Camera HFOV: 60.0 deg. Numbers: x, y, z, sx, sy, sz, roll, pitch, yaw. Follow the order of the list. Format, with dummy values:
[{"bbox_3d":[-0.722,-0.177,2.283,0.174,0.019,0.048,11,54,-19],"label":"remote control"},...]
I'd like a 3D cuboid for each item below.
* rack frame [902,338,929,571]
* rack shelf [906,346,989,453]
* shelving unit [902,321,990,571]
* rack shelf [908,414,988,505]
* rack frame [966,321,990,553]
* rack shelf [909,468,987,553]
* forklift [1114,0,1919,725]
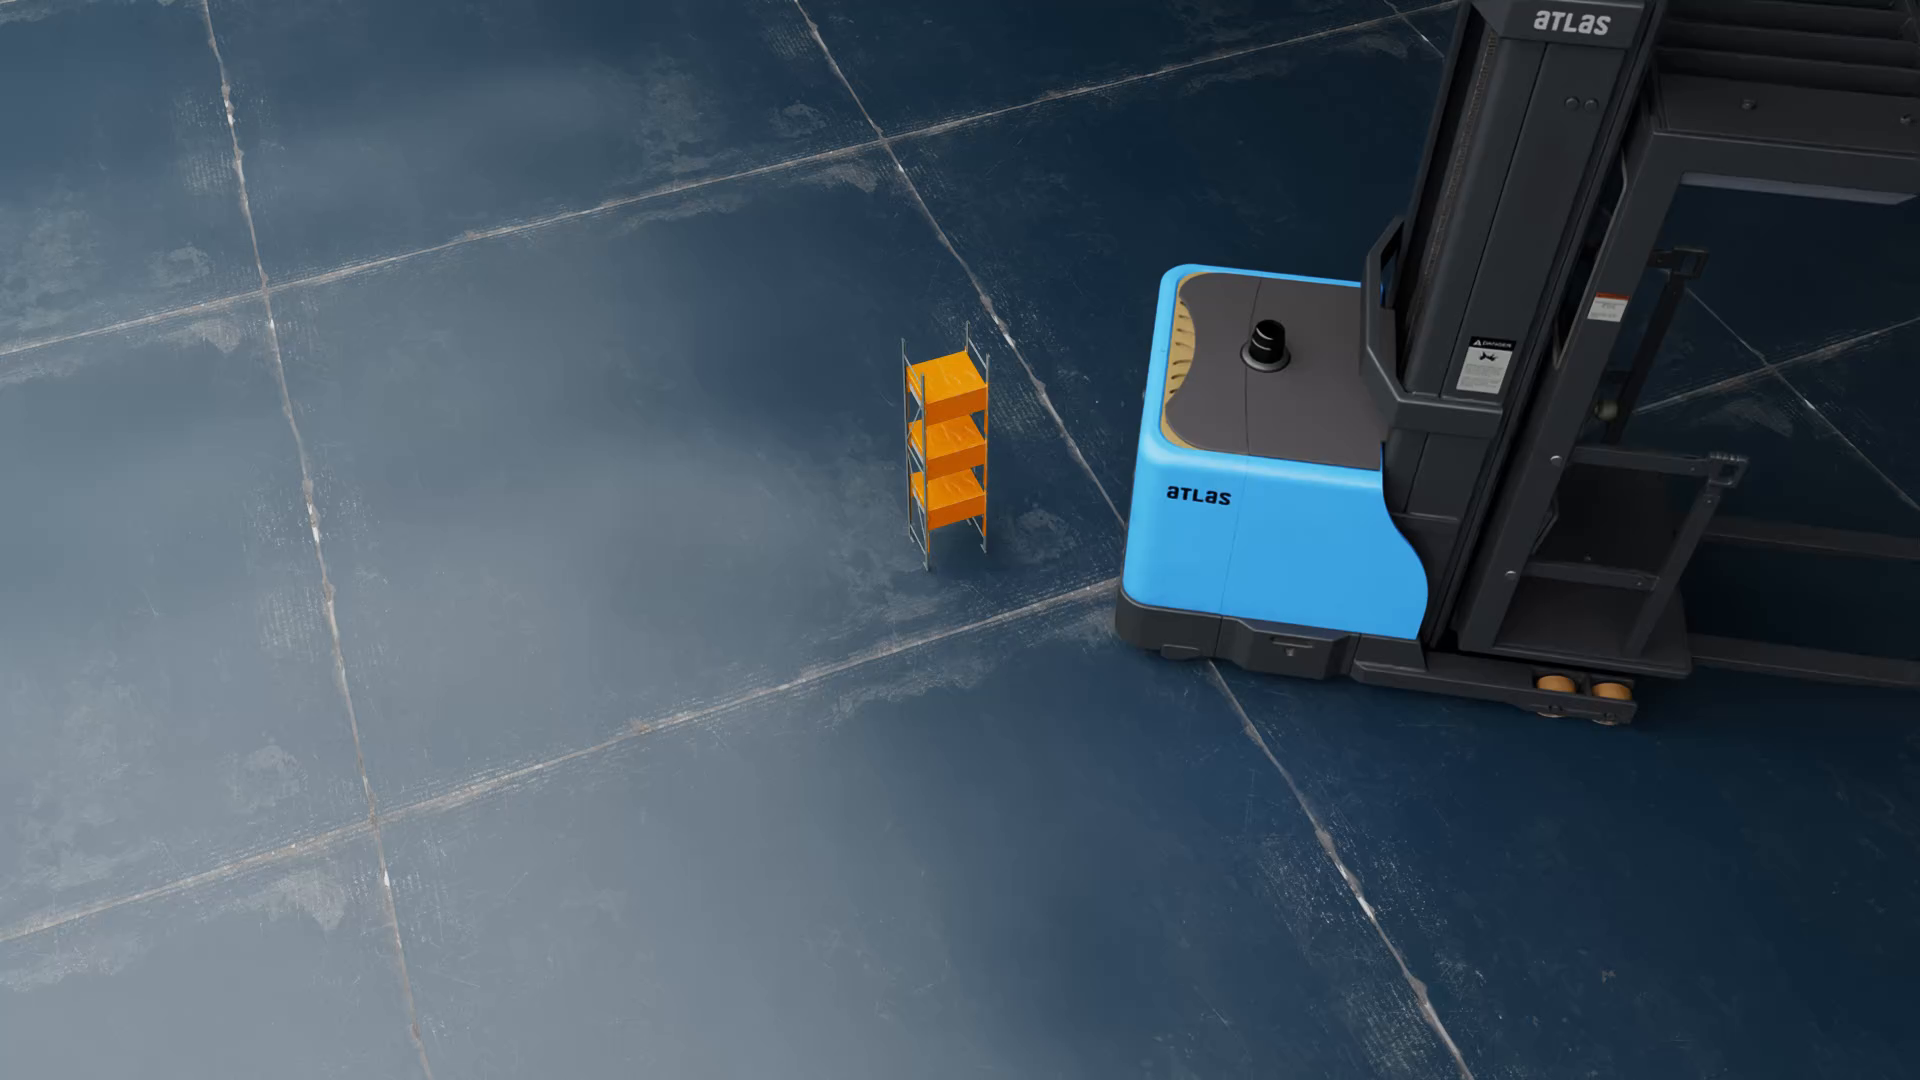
[{"bbox_3d":[-0.162,-0.292,6.149,0.008,1.050,0.200,-17,52,-14],"label":"rack frame"},{"bbox_3d":[-0.050,-0.505,5.972,0.240,0.259,0.215,-17,52,-14],"label":"rack shelf"},{"bbox_3d":[-0.050,-0.327,6.179,0.252,1.050,0.215,-17,52,-14],"label":"shelving unit"},{"bbox_3d":[-0.050,-0.320,6.187,0.240,0.259,0.215,-17,52,-14],"label":"rack shelf"},{"bbox_3d":[0.063,-0.362,6.209,0.008,1.050,0.200,-17,52,-14],"label":"rack frame"},{"bbox_3d":[-0.050,-0.139,6.398,0.240,0.259,0.215,-17,52,-14],"label":"rack shelf"},{"bbox_3d":[2.143,-0.725,5.281,3.031,2.935,1.130,7,50,6],"label":"forklift"}]
